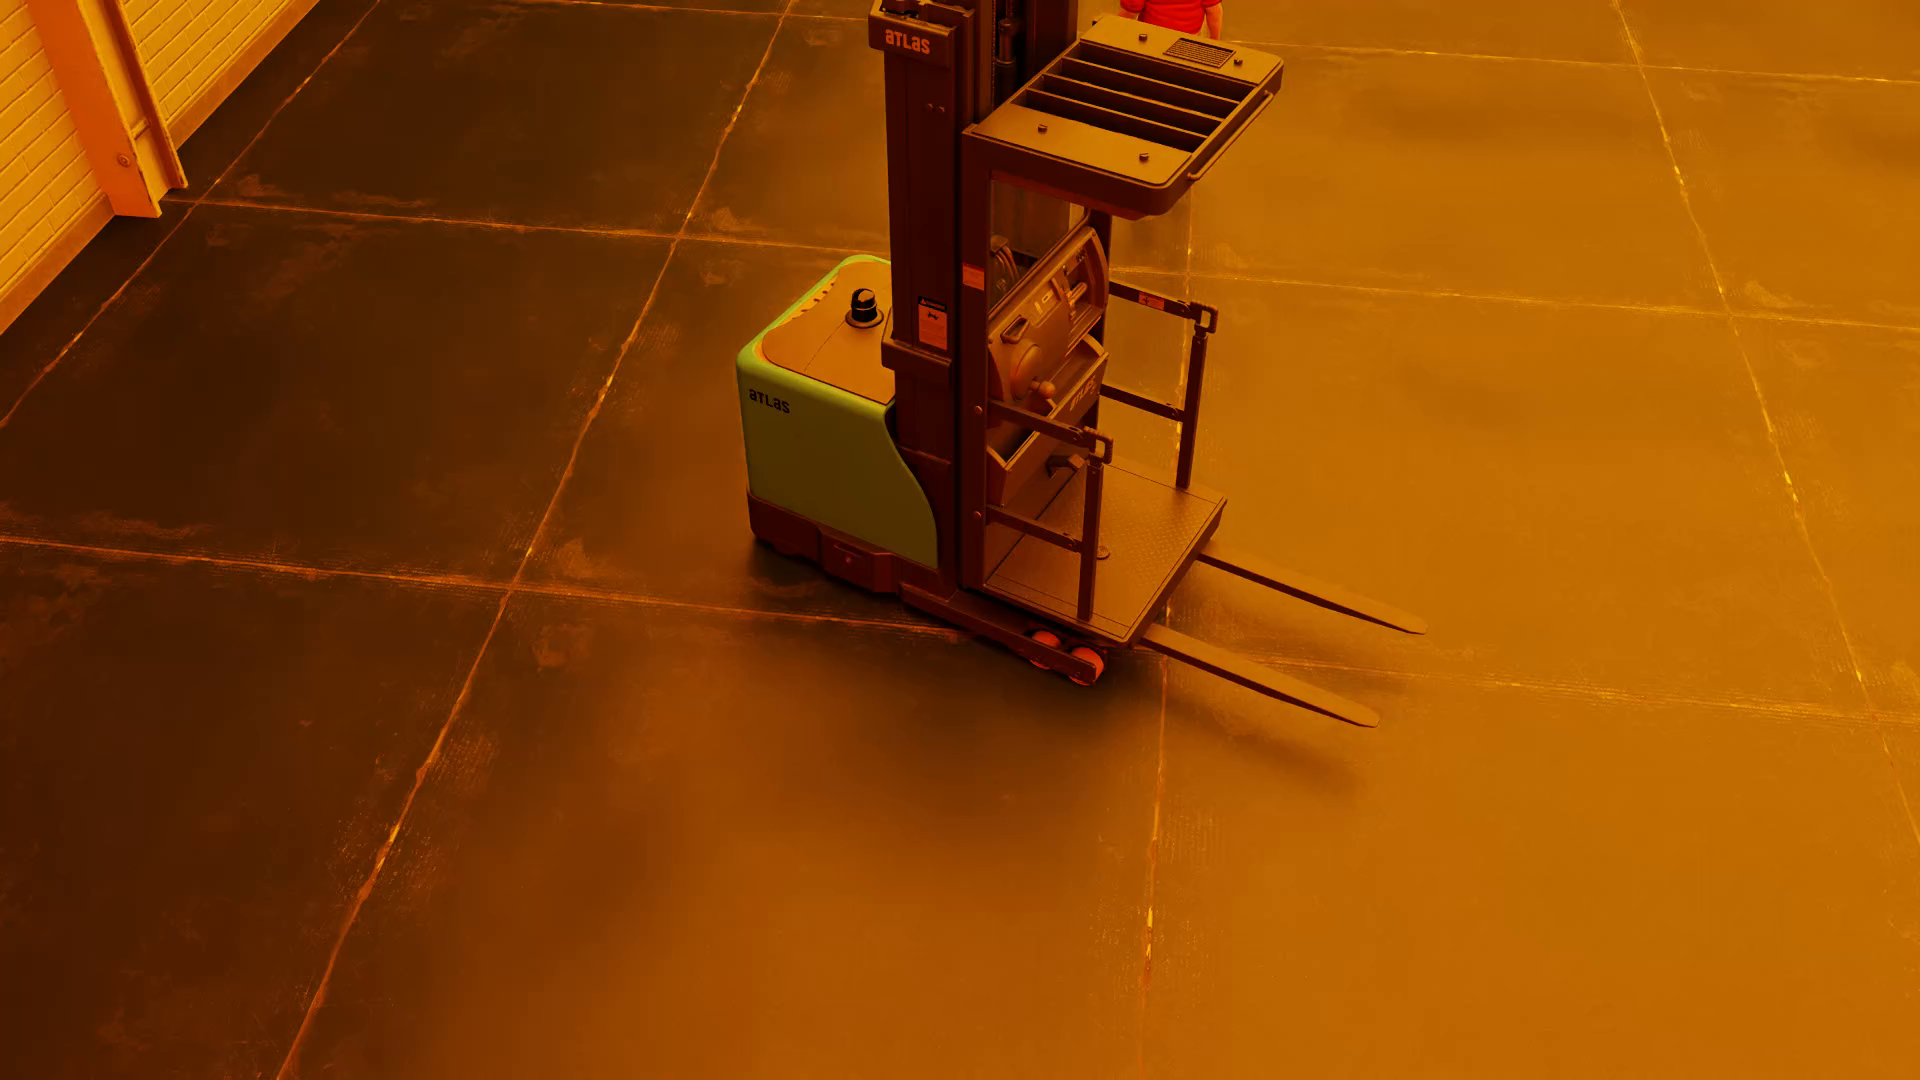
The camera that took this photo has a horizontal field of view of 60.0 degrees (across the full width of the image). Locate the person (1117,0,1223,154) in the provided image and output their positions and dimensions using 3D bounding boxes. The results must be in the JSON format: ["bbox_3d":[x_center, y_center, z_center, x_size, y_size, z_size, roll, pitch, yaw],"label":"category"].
[{"bbox_3d":[1.206,-2.918,9.779,0.640,1.727,0.551,-1,43,-1],"label":"person"}]

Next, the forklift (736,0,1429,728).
[{"bbox_3d":[0.544,-0.866,6.667,3.031,2.935,1.130,21,47,22],"label":"forklift"}]
